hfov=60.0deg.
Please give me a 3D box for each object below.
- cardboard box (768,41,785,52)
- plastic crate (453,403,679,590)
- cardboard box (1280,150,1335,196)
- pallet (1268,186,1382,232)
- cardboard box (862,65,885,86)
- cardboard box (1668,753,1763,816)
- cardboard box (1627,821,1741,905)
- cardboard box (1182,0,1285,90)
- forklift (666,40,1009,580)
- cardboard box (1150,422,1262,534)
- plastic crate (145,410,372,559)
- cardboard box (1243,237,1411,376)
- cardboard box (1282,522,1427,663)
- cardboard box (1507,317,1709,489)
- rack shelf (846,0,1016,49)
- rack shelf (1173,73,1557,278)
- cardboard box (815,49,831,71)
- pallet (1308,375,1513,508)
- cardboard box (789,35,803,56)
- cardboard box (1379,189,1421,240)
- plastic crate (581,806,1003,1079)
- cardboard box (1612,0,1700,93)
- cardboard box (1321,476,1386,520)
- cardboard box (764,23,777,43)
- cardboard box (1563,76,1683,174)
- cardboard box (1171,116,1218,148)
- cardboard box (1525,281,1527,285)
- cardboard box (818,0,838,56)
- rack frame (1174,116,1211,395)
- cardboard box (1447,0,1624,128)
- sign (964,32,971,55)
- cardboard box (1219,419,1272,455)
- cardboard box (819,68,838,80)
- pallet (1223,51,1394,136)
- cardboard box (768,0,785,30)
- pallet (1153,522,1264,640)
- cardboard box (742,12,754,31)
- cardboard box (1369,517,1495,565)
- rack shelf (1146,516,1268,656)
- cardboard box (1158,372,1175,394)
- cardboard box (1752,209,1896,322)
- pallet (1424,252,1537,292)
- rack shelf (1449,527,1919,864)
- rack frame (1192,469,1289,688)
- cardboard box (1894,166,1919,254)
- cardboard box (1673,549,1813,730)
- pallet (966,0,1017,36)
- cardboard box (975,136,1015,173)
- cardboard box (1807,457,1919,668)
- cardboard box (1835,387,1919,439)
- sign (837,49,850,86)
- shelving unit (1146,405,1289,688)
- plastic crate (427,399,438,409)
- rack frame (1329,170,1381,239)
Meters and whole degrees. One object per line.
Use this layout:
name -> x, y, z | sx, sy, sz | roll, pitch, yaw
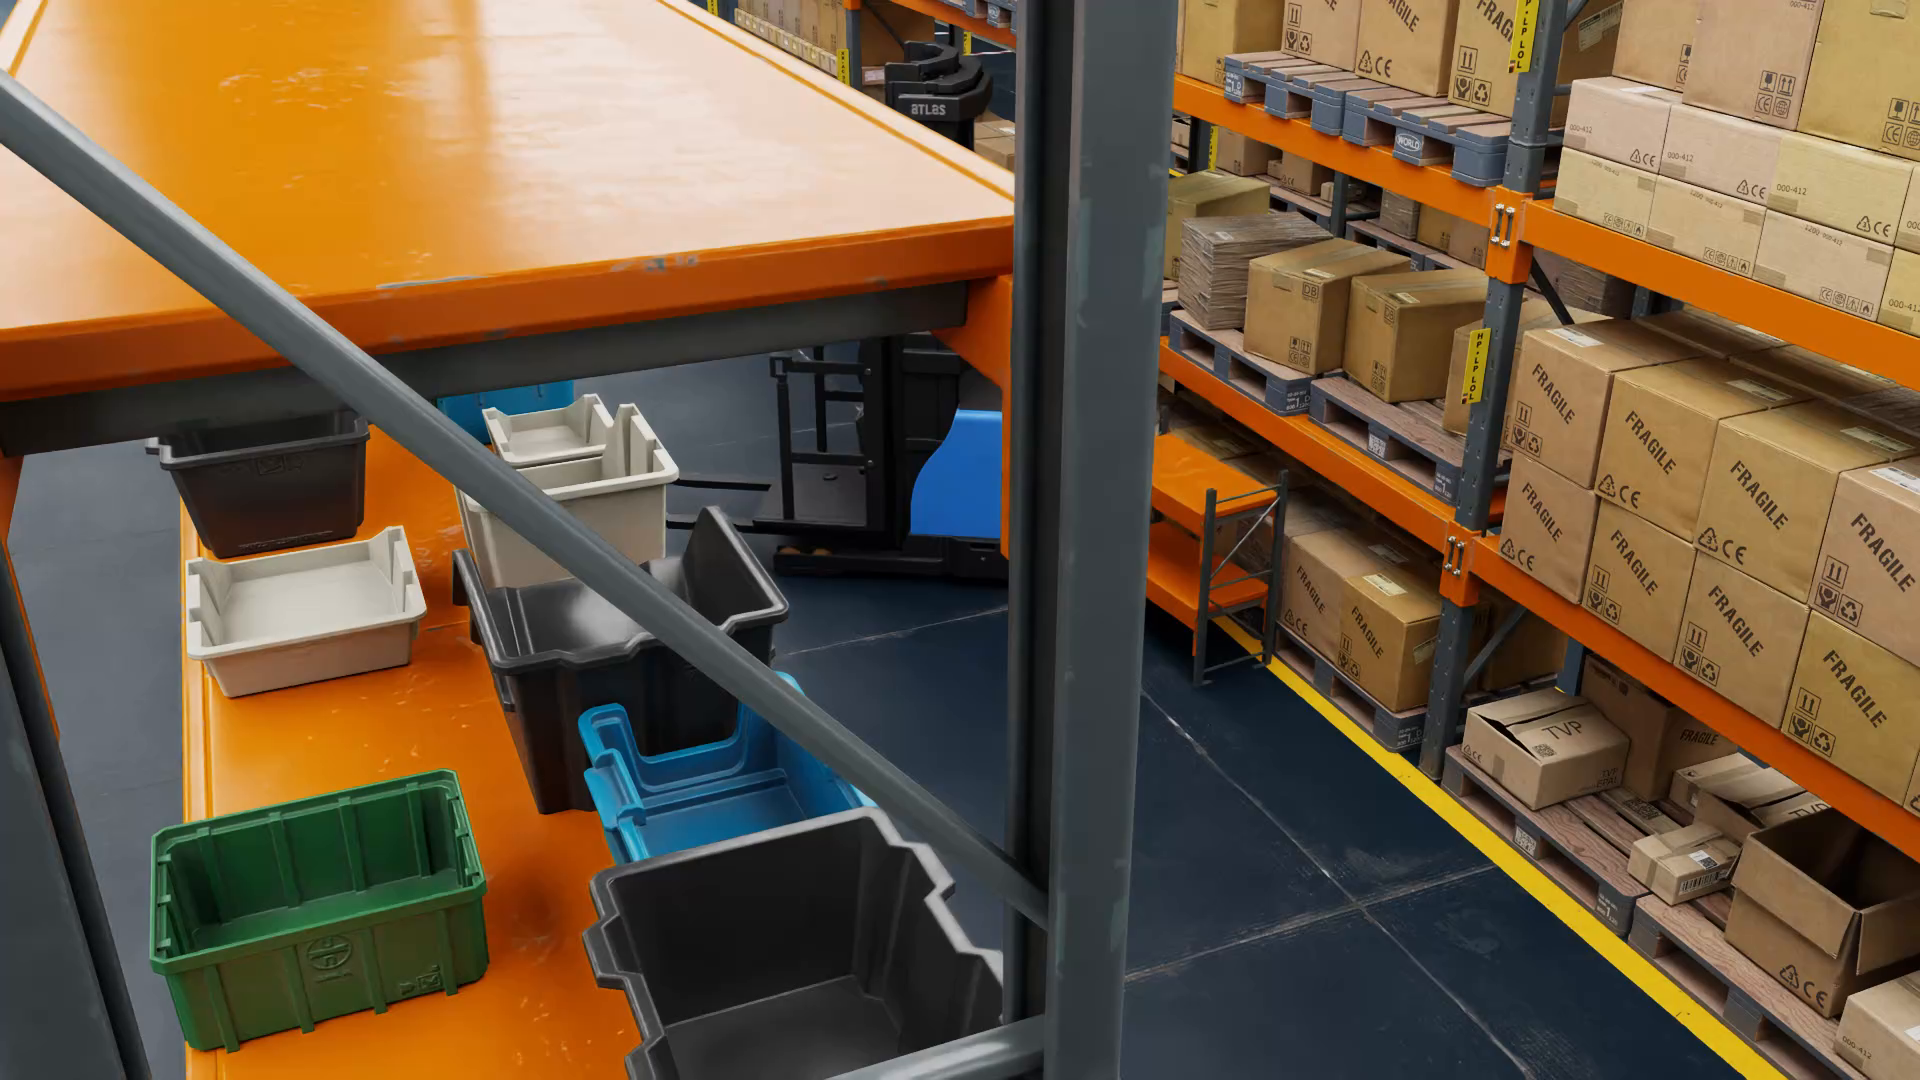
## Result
cardboard box -> -1.446, -4.593, 16.124 | 0.700, 0.500, 0.500 | -10, 28, -20
plastic crate -> -0.894, -0.085, 3.721 | 0.437, 0.282, 0.530 | -11, 28, -21
cardboard box -> 3.663, -3.876, 17.116 | 0.500, 0.500, 0.500 | -13, 29, -24
pallet -> 3.811, -3.401, 16.975 | 1.003, 0.211, 1.213 | -11, 28, -21
cardboard box -> -0.754, -3.946, 14.059 | 0.380, 0.149, 0.250 | -11, 28, -21
cardboard box -> 3.369, 1.099, 7.328 | 0.380, 0.149, 0.250 | -11, 28, -21
cardboard box -> 2.996, 1.323, 6.850 | 0.380, 0.166, 0.250 | -11, 28, -21
cardboard box -> 1.722, -2.728, 8.886 | 0.910, 0.500, 0.500 | -11, 28, -21
forklift -> -0.672, -1.321, 9.615 | 3.031, 2.935, 1.130 | 3, 26, 6
cardboard box -> 1.434, -0.349, 9.894 | 0.500, 0.500, 0.500 | -11, 28, -21
plastic crate -> -1.642, -0.198, 3.966 | 0.497, 0.269, 0.590 | -11, 28, -21
cardboard box -> 1.934, -1.243, 8.784 | 0.700, 0.500, 0.500 | -19, 32, -33
cardboard box -> 2.040, 0.268, 8.630 | 0.500, 0.500, 0.500 | -10, 28, -20
cardboard box -> 2.609, -0.562, 6.729 | 0.500, 0.500, 0.500 | -10, 28, -19
rack shelf -> 0.333, -3.754, 11.920 | 1.077, 0.370, 4.000 | -11, 28, -21
rack shelf -> 1.900, -2.139, 8.613 | 1.077, 0.370, 4.000 | -11, 28, -21
cardboard box -> -1.057, -4.257, 14.697 | 0.380, 0.149, 0.250 | -11, 28, -21
pallet -> 2.470, -0.562, 8.201 | 1.003, 0.211, 1.213 | -11, 28, -21
cardboard box -> -1.356, -4.565, 15.328 | 0.380, 0.149, 0.250 | -10, 28, -19
cardboard box -> 4.410, -3.169, 15.670 | 0.700, 0.500, 0.500 | -10, 28, -19
plastic crate -> -0.204, 0.665, 2.199 | 0.497, 0.269, 0.590 | -11, 28, -21
cardboard box -> 2.908, -1.959, 6.171 | 0.700, 0.500, 0.500 | -11, 28, -21
cardboard box -> 2.326, -0.359, 9.059 | 0.500, 0.250, 0.500 | -11, 28, -20
cardboard box -> -1.655, -4.876, 15.964 | 0.380, 0.149, 0.250 | -12, 28, -22
cardboard box -> 2.645, -1.573, 6.235 | 0.500, 0.250, 0.500 | -11, 28, -21
cardboard box -> 2.728, -4.698, 19.017 | 0.500, 0.311, 0.500 | -14, 29, -26
cardboard box -> 5.028, -2.554, 14.410 | 0.700, 0.500, 0.500 | -11, 28, -21
cardboard box -> -0.829, -4.546, 14.550 | 0.700, 0.500, 0.500 | -11, 28, -21
rack frame -> 1.116, -1.922, 10.767 | 1.000, 3.000, 0.127 | -11, 28, -21
cardboard box -> 2.553, -2.149, 7.108 | 0.600, 0.600, 0.600 | -13, 29, -25
sign -> 0.045, -4.118, 14.036 | 0.100, 0.325, 0.005 | -11, 28, -21
cardboard box -> 1.901, -0.450, 10.100 | 0.500, 0.500, 0.500 | -12, 28, -22
cardboard box -> -0.842, -3.971, 14.851 | 0.700, 0.500, 0.500 | -11, 28, -21
pallet -> 2.083, -2.264, 8.263 | 1.213, 0.211, 1.003 | -11, 28, -21
cardboard box -> -1.416, -5.152, 15.791 | 0.700, 0.500, 0.500 | -10, 28, -20
pallet -> 1.848, 0.131, 9.741 | 1.003, 0.211, 1.213 | -11, 28, -21
cardboard box -> -1.955, -5.186, 16.600 | 0.380, 0.149, 0.250 | -11, 28, -22
cardboard box -> 2.499, 0.168, 8.834 | 0.500, 0.500, 0.500 | -10, 28, -20
rack shelf -> 1.187, 0.233, 9.048 | 0.538, 0.278, 1.000 | -14, 29, -26
cardboard box -> 1.182, -1.137, 11.814 | 0.500, 0.250, 0.500 | -11, 28, -21
cardboard box -> 3.032, -0.944, 5.516 | 0.500, 0.250, 0.500 | -11, 28, -21
pallet -> 4.894, -2.329, 14.779 | 1.003, 0.211, 1.213 | -11, 28, -21
rack shelf -> 3.466, 0.824, 5.963 | 1.077, 0.370, 4.000 | -11, 28, -21
rack frame -> 1.440, 0.207, 8.544 | 0.500, 1.125, 0.032 | -14, 29, -26
cardboard box -> 3.223, -0.966, 4.991 | 0.500, 0.250, 0.500 | -11, 28, -21
cardboard box -> 3.029, 0.309, 6.083 | 0.500, 0.500, 0.500 | -11, 28, -21
pallet -> 0.768, -3.443, 10.680 | 1.213, 0.211, 1.003 | -9, 28, -18
cardboard box -> 0.444, -2.641, 12.126 | 0.500, 0.500, 0.500 | -12, 29, -23
cardboard box -> 3.215, 0.062, 5.451 | 0.500, 0.500, 0.500 | -10, 28, -19
cardboard box -> 3.519, -0.231, 6.052 | 0.500, 0.500, 0.500 | -10, 28, -20
sign -> -0.960, -3.865, 13.670 | 0.100, 0.325, 0.005 | -11, 28, -21
shelving unit -> 1.187, 0.013, 8.941 | 0.538, 1.125, 1.048 | -14, 29, -26
plastic crate -> -1.432, -0.591, 4.864 | 0.450, 0.188, 0.662 | -11, 28, -21
rack frame -> 4.107, -4.389, 15.820 | 1.000, 3.000, 0.127 | -11, 28, -21
